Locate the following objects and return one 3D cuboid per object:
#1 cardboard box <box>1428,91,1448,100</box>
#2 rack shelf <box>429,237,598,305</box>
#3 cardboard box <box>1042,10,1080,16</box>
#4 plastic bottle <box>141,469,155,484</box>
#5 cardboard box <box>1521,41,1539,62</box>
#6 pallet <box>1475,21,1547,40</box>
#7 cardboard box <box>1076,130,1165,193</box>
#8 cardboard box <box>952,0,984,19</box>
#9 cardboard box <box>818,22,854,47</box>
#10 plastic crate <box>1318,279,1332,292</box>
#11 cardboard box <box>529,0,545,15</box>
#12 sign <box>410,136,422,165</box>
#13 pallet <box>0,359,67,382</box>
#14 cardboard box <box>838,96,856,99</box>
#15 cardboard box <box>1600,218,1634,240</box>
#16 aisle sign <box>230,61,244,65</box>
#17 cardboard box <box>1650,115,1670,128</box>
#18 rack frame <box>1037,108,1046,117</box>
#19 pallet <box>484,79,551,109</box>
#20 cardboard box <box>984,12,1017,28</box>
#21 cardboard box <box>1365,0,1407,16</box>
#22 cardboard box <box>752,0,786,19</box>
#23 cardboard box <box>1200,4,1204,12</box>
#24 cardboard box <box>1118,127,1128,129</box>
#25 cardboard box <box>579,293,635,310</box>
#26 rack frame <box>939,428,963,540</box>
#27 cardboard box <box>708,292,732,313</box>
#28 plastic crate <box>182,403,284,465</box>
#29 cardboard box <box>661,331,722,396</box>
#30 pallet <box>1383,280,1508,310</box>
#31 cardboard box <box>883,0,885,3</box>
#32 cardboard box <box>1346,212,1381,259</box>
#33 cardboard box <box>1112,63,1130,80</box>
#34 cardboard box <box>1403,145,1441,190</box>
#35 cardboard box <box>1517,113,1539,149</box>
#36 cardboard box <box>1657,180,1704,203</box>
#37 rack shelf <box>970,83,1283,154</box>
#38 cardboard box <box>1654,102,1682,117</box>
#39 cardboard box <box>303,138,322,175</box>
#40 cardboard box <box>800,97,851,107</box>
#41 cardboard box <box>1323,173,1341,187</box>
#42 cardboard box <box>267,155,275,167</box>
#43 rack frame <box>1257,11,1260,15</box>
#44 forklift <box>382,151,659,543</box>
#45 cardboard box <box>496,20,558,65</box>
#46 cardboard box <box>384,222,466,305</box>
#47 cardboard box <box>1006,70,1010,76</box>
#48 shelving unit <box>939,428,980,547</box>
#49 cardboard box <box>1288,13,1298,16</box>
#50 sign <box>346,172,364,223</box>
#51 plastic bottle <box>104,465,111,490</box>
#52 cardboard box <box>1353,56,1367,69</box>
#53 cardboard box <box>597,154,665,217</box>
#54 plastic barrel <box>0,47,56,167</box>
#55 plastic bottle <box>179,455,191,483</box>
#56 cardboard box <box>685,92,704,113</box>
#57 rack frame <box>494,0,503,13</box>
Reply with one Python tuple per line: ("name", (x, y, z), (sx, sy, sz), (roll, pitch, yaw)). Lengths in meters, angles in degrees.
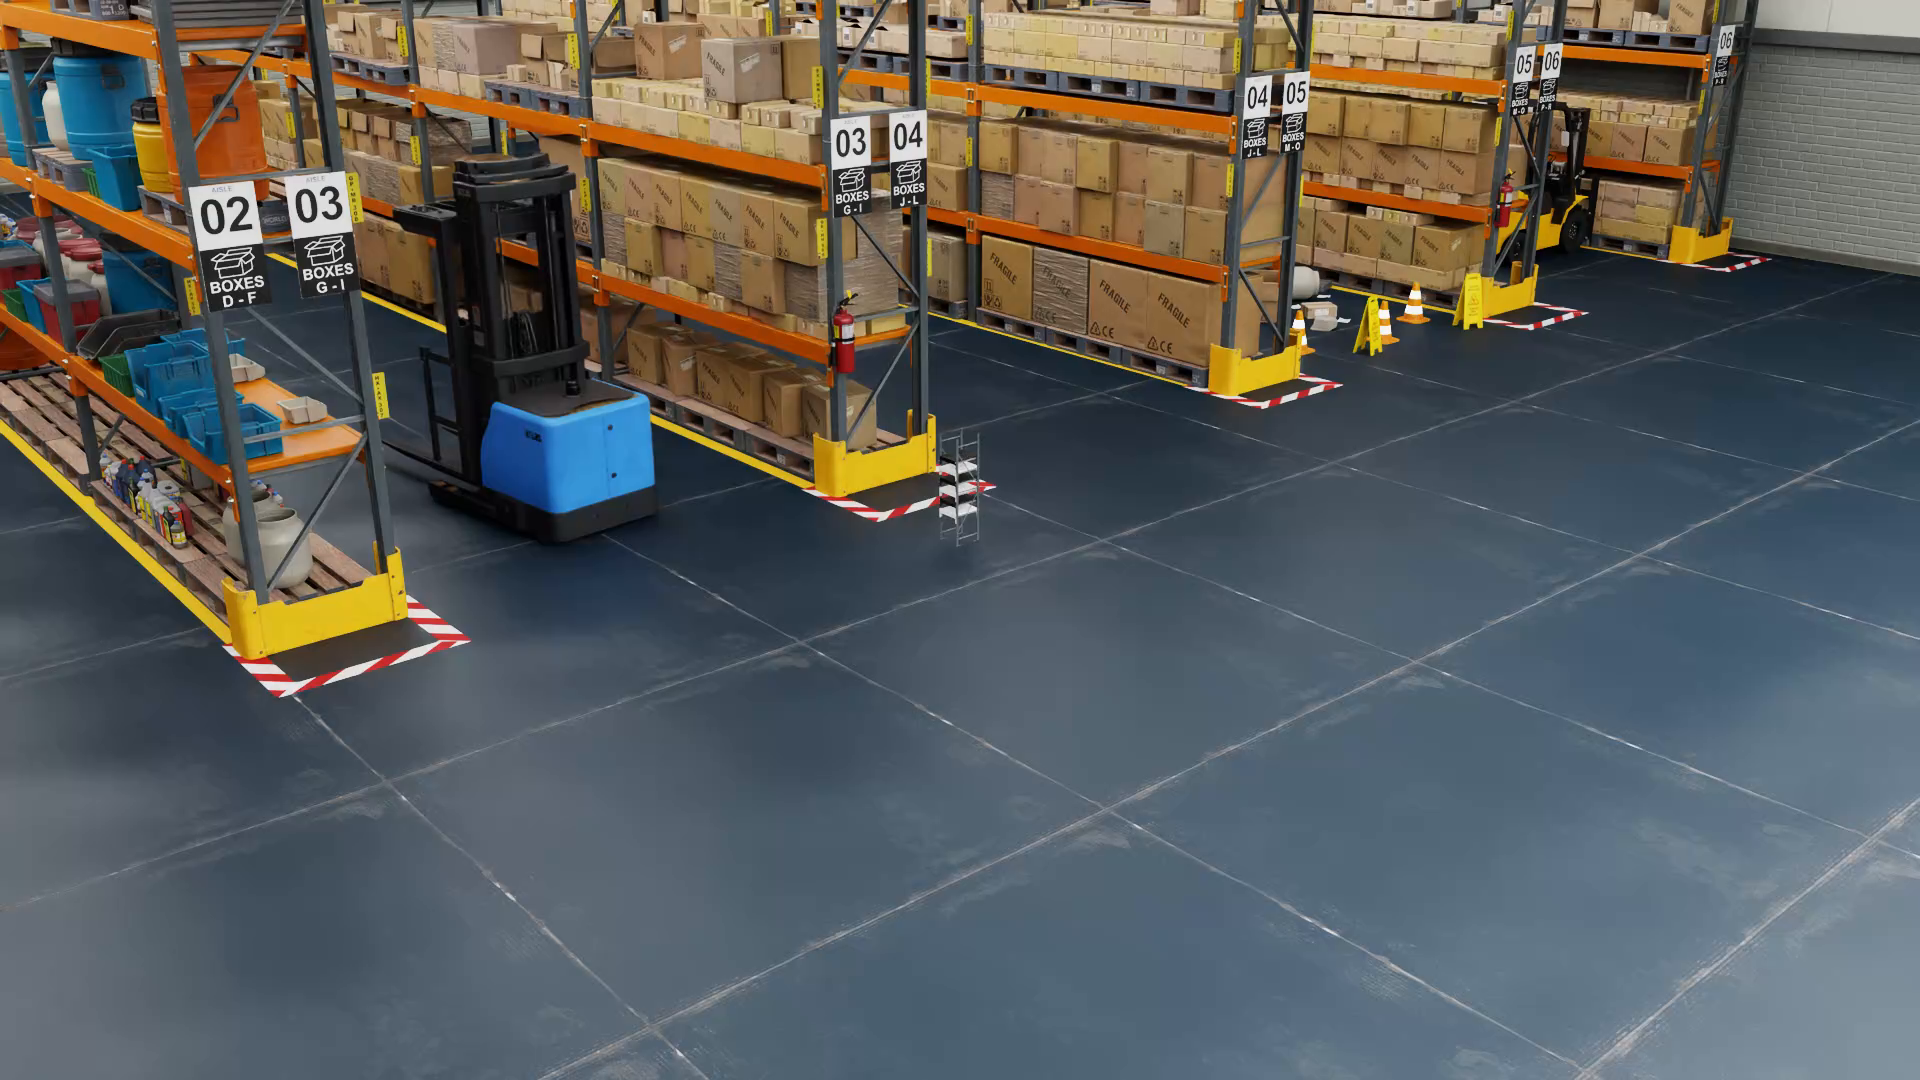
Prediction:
("cardboard box", (7.565, -6.958, 26.110), (0.380, 0.149, 0.250), (-16, 27, -36))
("rack shelf", (-4.615, -3.244, 18.639), (1.077, 0.370, 4.000), (-17, 27, -37))
("cardboard box", (1.159, -5.977, 19.057), (0.380, 0.149, 0.250), (-18, 27, -38))
("plastic bottle", (-6.663, -0.449, 13.654), (0.097, 0.271, 0.097), (0, 21, 0))
("cardboard box", (6.683, -5.948, 20.242), (0.500, 0.250, 0.500), (-18, 28, -38))
("pallet", (8.532, -7.694, 25.023), (1.003, 0.211, 1.213), (-17, 27, -37))
("cardboard box", (1.776, -4.191, 18.385), (0.875, 0.550, 0.500), (-17, 27, -37))
("cardboard box", (0.217, -8.547, 26.367), (0.500, 0.500, 0.500), (-17, 27, -37))
("cardboard box", (-1.464, -6.462, 21.250), (0.500, 0.250, 0.500), (-17, 27, -36))
("plastic crate", (4.602, -3.397, 22.047), (0.583, 0.080, 0.402), (12, 24, 27))
("cardboard box", (-6.567, -8.585, 26.696), (0.500, 0.250, 0.500), (-17, 27, -37))
("sign", (-6.339, -4.537, 19.368), (0.100, 0.325, 0.005), (-17, 27, -37))
("pallet", (-10.219, -1.862, 17.948), (1.003, 0.211, 1.213), (-17, 27, -37))
("cardboard box", (-1.812, -5.670, 22.339), (0.700, 0.500, 0.500), (-18, 27, -38))
("cardboard box", (9.703, -4.572, 24.240), (0.500, 0.250, 0.500), (-17, 27, -37))
("aisle sign", (-10.962, -7.643, 25.321), (0.394, 0.787, 0.004), (-17, 27, -37))
("cardboard box", (9.939, -5.904, 23.419), (0.380, 0.149, 0.250), (-17, 27, -37))
("rack frame", (1.587, -6.491, 25.942), (1.000, 3.000, 0.127), (-17, 27, -37))
("pallet", (-4.311, -4.817, 17.815), (1.213, 0.211, 1.003), (-17, 27, -37))
("cardboard box", (0.494, -5.891, 18.836), (0.380, 0.149, 0.250), (-17, 27, -37))
("cardboard box", (6.798, -8.519, 26.419), (0.500, 0.311, 0.500), (-19, 28, -39))
("cardboard box", (-2.558, -7.134, 22.285), (0.396, 0.266, 0.258), (-17, 27, -37))
("cardboard box", (4.497, -9.223, 29.011), (0.500, 0.250, 0.500), (-17, 27, -37))
("cardboard box", (2.555, -6.065, 24.624), (0.380, 0.149, 0.250), (-16, 27, -35))
("cardboard box", (-3.991, -2.378, 18.267), (0.700, 0.500, 0.500), (-18, 27, -38))
("rack frame", (-0.072, -0.449, 13.397), (0.240, 0.900, 0.006), (-17, 27, -37))
("cardboard box", (-2.100, -2.223, 15.392), (0.380, 0.149, 0.250), (-17, 27, -37))
("plastic crate", (-5.004, -0.740, 11.464), (0.499, 0.251, 0.616), (-17, 27, -37))
("cardboard box", (-2.699, -1.781, 16.771), (0.500, 0.500, 0.500), (-9, 23, -21))
("pallet", (6.256, -3.236, 21.456), (1.003, 0.211, 1.213), (-17, 27, -37))
("cardboard box", (-1.249, -9.493, 28.646), (0.500, 0.500, 0.500), (-17, 27, -37))
("cardboard box", (5.421, -3.988, 21.720), (0.500, 0.500, 0.500), (-18, 28, -39))
("cardboard box", (1.822, -4.958, 17.548), (0.380, 0.149, 0.250), (-17, 27, -37))
("cardboard box", (5.923, -4.689, 20.798), (0.500, 0.500, 0.500), (-17, 27, -37))
("cardboard box", (8.732, -6.150, 24.936), (0.500, 0.500, 0.500), (-18, 28, -38))
("cardboard box", (10.397, -5.022, 24.015), (0.500, 0.250, 0.500), (-18, 28, -38))
("rack shelf", (1.819, -4.688, 18.214), (1.077, 0.370, 4.000), (-17, 27, -37))
("cardboard box", (9.989, -6.060, 23.408), (0.380, 0.149, 0.250), (-17, 27, -37))
("cardboard box", (-8.421, -5.096, 22.246), (0.500, 0.500, 0.500), (-17, 27, -37))
("cardboard box", (-1.181, -3.792, 14.599), (0.380, 0.149, 0.250), (-16, 27, -35))
("cardboard box", (4.988, -4.749, 21.841), (0.380, 0.149, 0.250), (-17, 27, -37))
("cardboard box", (-9.482, -5.339, 23.347), (0.380, 0.149, 0.250), (-17, 27, -36))
("rack frame", (5.345, -7.673, 28.962), (1.000, 3.000, 0.127), (-17, 27, -37))
("forklift", (-3.943, -1.779, 14.008), (3.031, 2.935, 1.130), (19, 28, 39))
("cardboard box", (-4.765, -5.456, 18.364), (0.500, 0.500, 0.500), (-17, 27, -37))
("cardboard box", (-6.355, -3.533, 20.729), (1.225, 0.875, 0.875), (-19, 28, -40))
("cardboard box", (1.051, -7.083, 25.947), (0.500, 0.500, 0.500), (-18, 28, -39))
("shelving unit", (-0.005, -0.421, 13.326), (0.258, 0.900, 0.210), (-17, 27, -37))
("cardboard box", (4.570, -7.001, 22.383), (0.380, 0.149, 0.250), (-17, 27, -36))
("sign", (-4.031, -2.273, 11.048), (0.100, 0.325, 0.005), (-17, 27, -37))
("plastic bottle", (-7.120, -0.529, 13.954), (0.097, 0.201, 0.097), (0, 21, 0))
("cardboard box", (5.223, -6.094, 21.160), (0.380, 0.149, 0.250), (-17, 27, -37))
("cardboard box", (-3.208, -3.492, 16.371), (0.500, 0.500, 0.500), (-17, 27, -37))
("plastic barrel", (-7.558, -3.566, 13.675), (0.600, 0.901, 0.708), (-17, 27, -37))
("plastic bottle", (-6.532, -0.675, 14.123), (0.144, 0.351, 0.185), (-17, 27, -37))
("cardboard box", (-2.257, -3.961, 15.031), (0.380, 0.149, 0.250), (-17, 27, -36))
("rack frame", (-7.319, -10.288, 27.412), (1.000, 3.000, 0.127), (-17, 27, -37))
